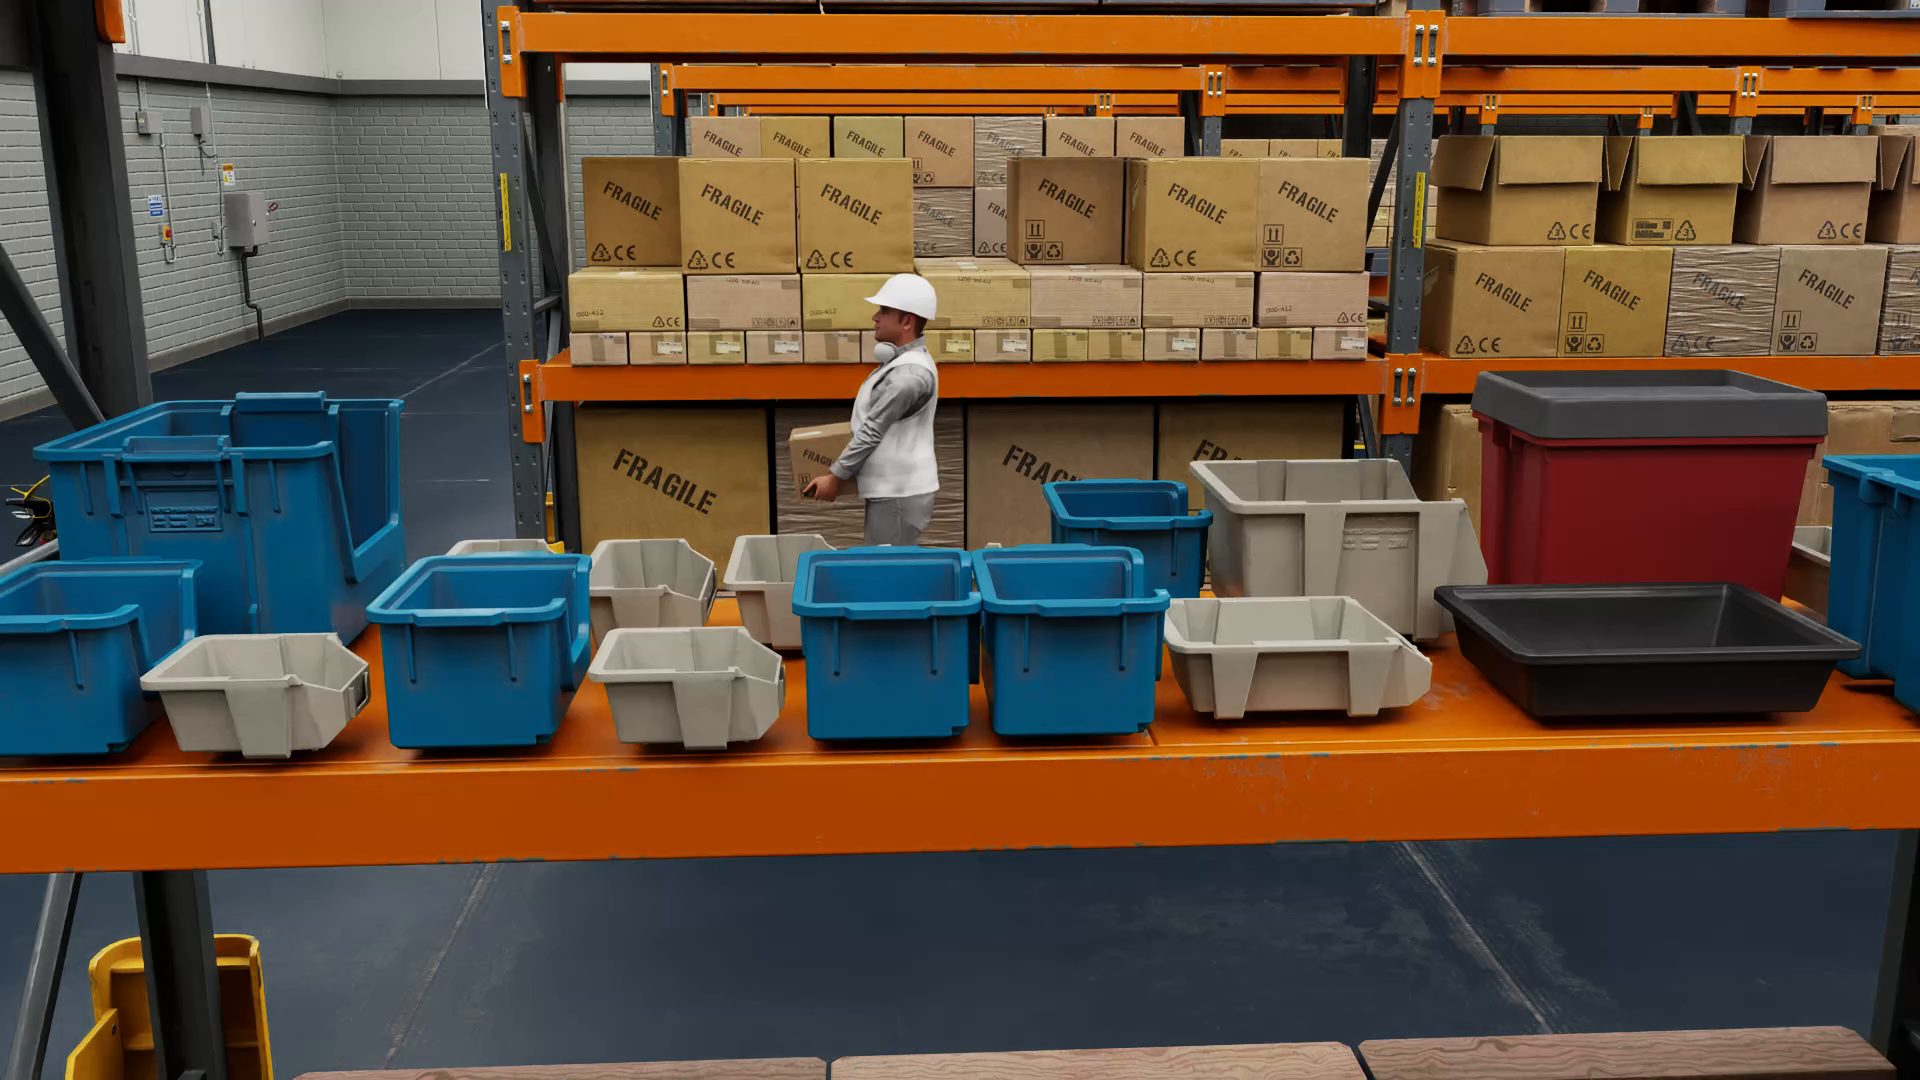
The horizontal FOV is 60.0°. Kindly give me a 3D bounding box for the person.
[{"bbox_3d":[-0.357,-0.186,6.732,0.546,1.765,0.494,-1,13,-2],"label":"person"}]
